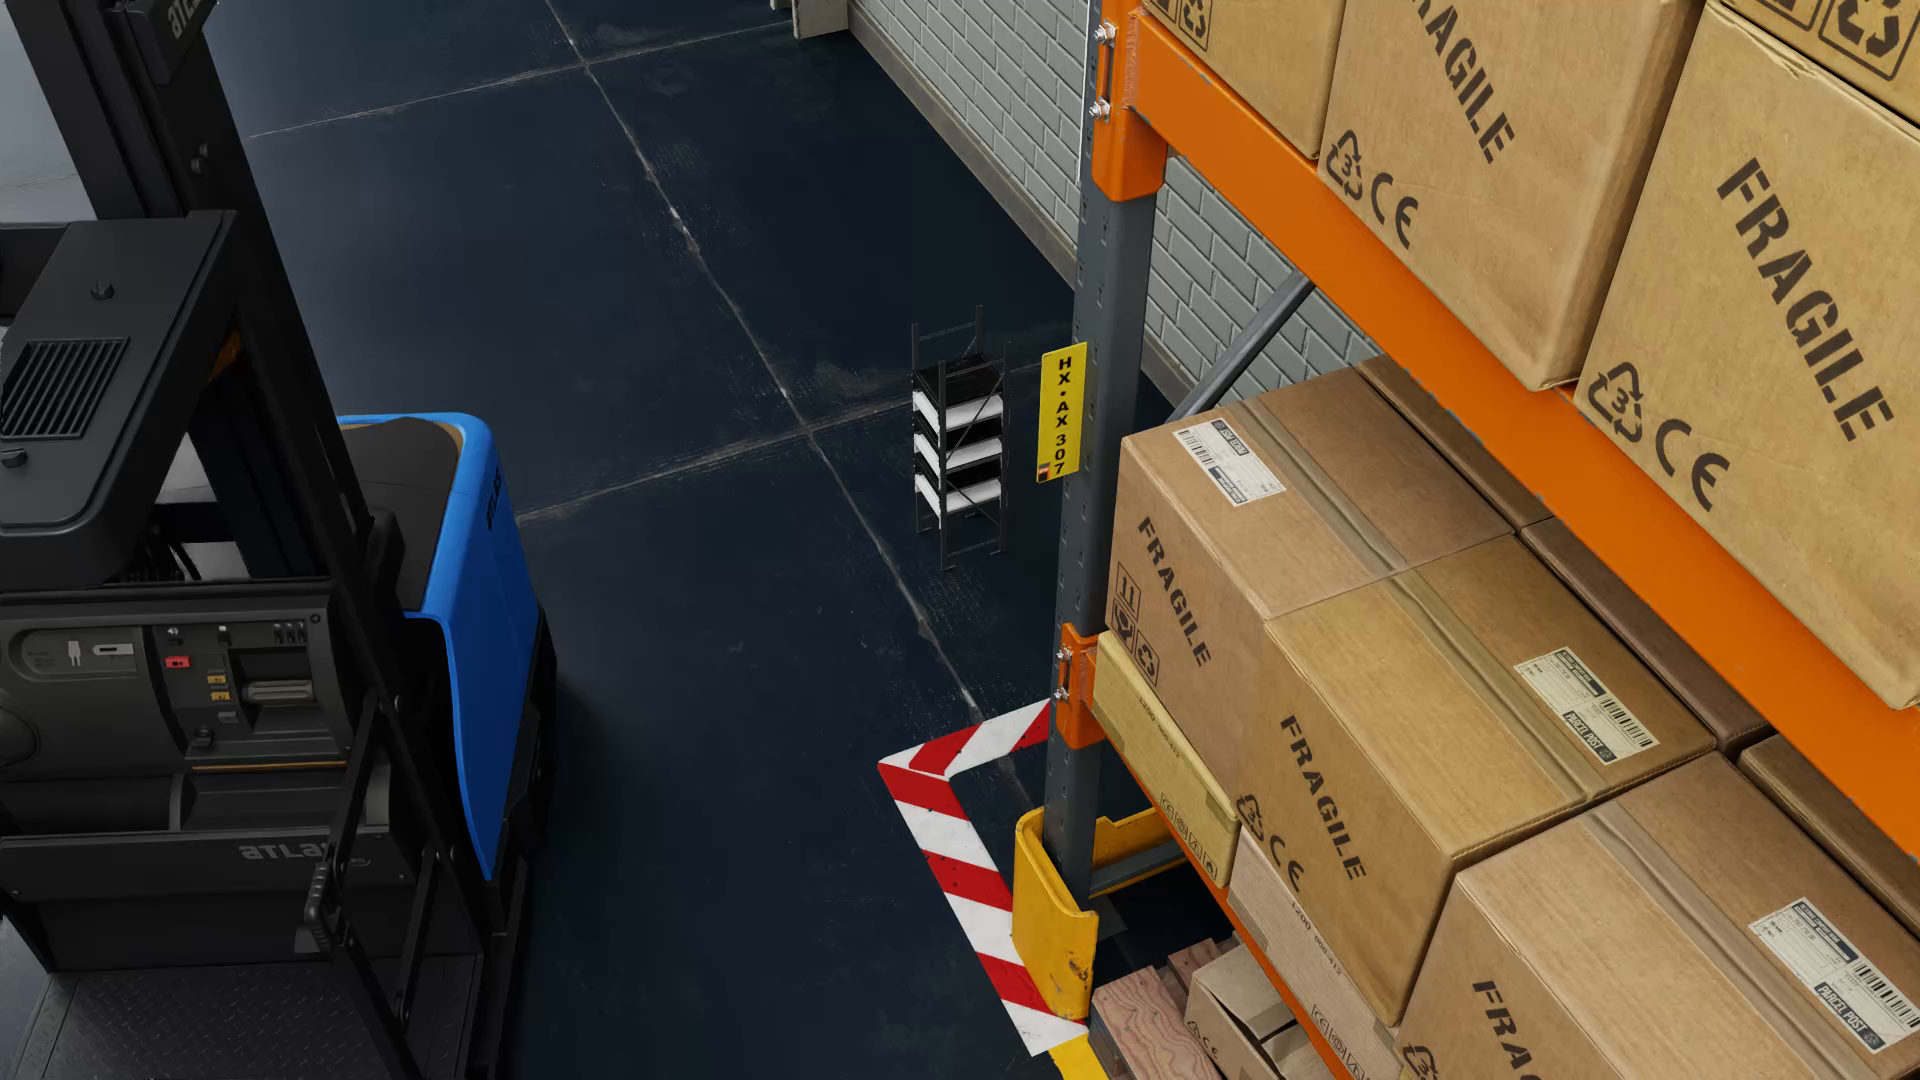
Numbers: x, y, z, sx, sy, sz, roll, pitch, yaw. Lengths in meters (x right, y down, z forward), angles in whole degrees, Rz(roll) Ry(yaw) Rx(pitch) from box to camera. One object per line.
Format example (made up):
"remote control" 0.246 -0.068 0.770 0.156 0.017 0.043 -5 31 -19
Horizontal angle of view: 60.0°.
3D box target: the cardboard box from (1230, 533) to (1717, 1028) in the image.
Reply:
"cardboard box" 0.820 0.393 2.775 0.500 0.500 0.500 -18 47 -17

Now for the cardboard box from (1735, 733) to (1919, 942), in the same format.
"cardboard box" 1.508 0.571 2.594 0.500 0.500 0.500 -19 48 -18

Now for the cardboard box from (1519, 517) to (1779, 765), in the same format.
"cardboard box" 1.287 0.243 2.927 0.500 0.500 0.500 -17 47 -17

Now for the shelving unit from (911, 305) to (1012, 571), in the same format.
"shelving unit" 0.003 -0.315 5.429 0.258 0.900 0.210 -18 47 -17

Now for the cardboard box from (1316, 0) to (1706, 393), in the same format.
"cardboard box" 0.800 -0.568 1.969 0.500 0.500 0.500 -15 47 -15

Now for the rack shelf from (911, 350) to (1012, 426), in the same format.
"rack shelf" 0.003 -0.484 5.262 0.258 0.077 0.200 -18 47 -17

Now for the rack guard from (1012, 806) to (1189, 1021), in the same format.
"rack guard" 0.725 0.841 4.542 1.175 0.500 0.348 -18 47 -17

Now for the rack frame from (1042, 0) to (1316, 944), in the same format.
"rack frame" 0.693 -0.098 3.713 1.000 3.000 0.127 -18 47 -17

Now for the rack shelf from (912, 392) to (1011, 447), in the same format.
"rack shelf" 0.003 -0.420 5.326 0.258 0.077 0.200 -18 47 -17

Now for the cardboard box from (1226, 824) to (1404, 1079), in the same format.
"cardboard box" 0.841 0.680 3.018 0.500 0.250 0.500 -19 48 -19

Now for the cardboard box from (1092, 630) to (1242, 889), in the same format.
"cardboard box" 0.610 0.353 3.349 0.500 0.250 0.500 -19 48 -19

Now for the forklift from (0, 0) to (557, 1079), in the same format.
"forklift" -1.726 0.414 3.243 1.130 2.935 3.031 -2 45 -2

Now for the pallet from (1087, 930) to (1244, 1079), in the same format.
"pallet" 1.034 1.472 4.108 1.003 0.211 1.213 -18 47 -17

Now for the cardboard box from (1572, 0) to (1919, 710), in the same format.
"cardboard box" 1.022 -0.239 1.635 0.500 0.500 0.500 -16 47 -16

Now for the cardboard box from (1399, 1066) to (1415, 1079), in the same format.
"cardboard box" 1.050 1.006 2.687 0.500 0.250 0.500 -19 48 -18

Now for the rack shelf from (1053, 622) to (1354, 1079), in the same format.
"rack shelf" 1.534 1.433 2.674 1.077 0.370 4.000 -18 47 -17

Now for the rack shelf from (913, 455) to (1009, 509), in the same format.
"rack shelf" 0.003 -0.227 5.515 0.258 0.077 0.200 -18 47 -17

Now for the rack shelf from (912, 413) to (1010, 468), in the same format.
"rack shelf" 0.003 -0.355 5.389 0.258 0.077 0.200 -18 47 -17

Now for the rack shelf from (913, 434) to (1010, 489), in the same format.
"rack shelf" 0.003 -0.291 5.452 0.258 0.077 0.200 -18 47 -17

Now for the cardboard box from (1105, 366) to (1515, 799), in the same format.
"cardboard box" 0.621 0.075 3.097 0.500 0.500 0.500 -18 47 -17

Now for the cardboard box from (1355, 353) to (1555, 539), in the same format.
"cardboard box" 1.084 -0.081 3.255 0.500 0.500 0.500 -19 48 -18

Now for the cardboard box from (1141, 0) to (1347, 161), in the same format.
"cardboard box" 0.607 -0.921 2.327 0.500 0.500 0.500 -17 47 -16

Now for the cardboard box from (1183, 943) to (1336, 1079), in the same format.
"cardboard box" 0.902 1.170 4.029 0.500 0.311 0.500 -23 49 -22

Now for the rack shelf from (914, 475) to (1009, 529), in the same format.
"rack shelf" 0.003 -0.163 5.579 0.258 0.077 0.200 -18 47 -17

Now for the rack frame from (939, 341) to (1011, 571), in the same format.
"rack frame" 0.046 -0.250 5.363 0.240 0.900 0.006 -18 47 -17

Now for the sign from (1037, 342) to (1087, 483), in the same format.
"sign" 0.201 -0.245 3.247 0.100 0.325 0.005 -18 47 -17

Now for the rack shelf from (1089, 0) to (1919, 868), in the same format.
"rack shelf" 1.534 0.365 1.621 1.077 0.370 4.000 -18 47 -17

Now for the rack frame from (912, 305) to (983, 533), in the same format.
"rack frame" -0.039 -0.380 5.494 0.240 0.900 0.006 -18 47 -17

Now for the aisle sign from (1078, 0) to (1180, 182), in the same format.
"aisle sign" 0.390 -0.980 2.757 0.394 0.787 0.004 -18 47 -17

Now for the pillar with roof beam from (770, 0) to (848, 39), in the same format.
"pillar with roof beam" -4.657 -4.595 4.000 9.100 9.000 0.400 -18 47 -17

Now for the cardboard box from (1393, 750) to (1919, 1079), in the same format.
"cardboard box" 1.031 0.724 2.440 0.500 0.500 0.500 -20 48 -19
